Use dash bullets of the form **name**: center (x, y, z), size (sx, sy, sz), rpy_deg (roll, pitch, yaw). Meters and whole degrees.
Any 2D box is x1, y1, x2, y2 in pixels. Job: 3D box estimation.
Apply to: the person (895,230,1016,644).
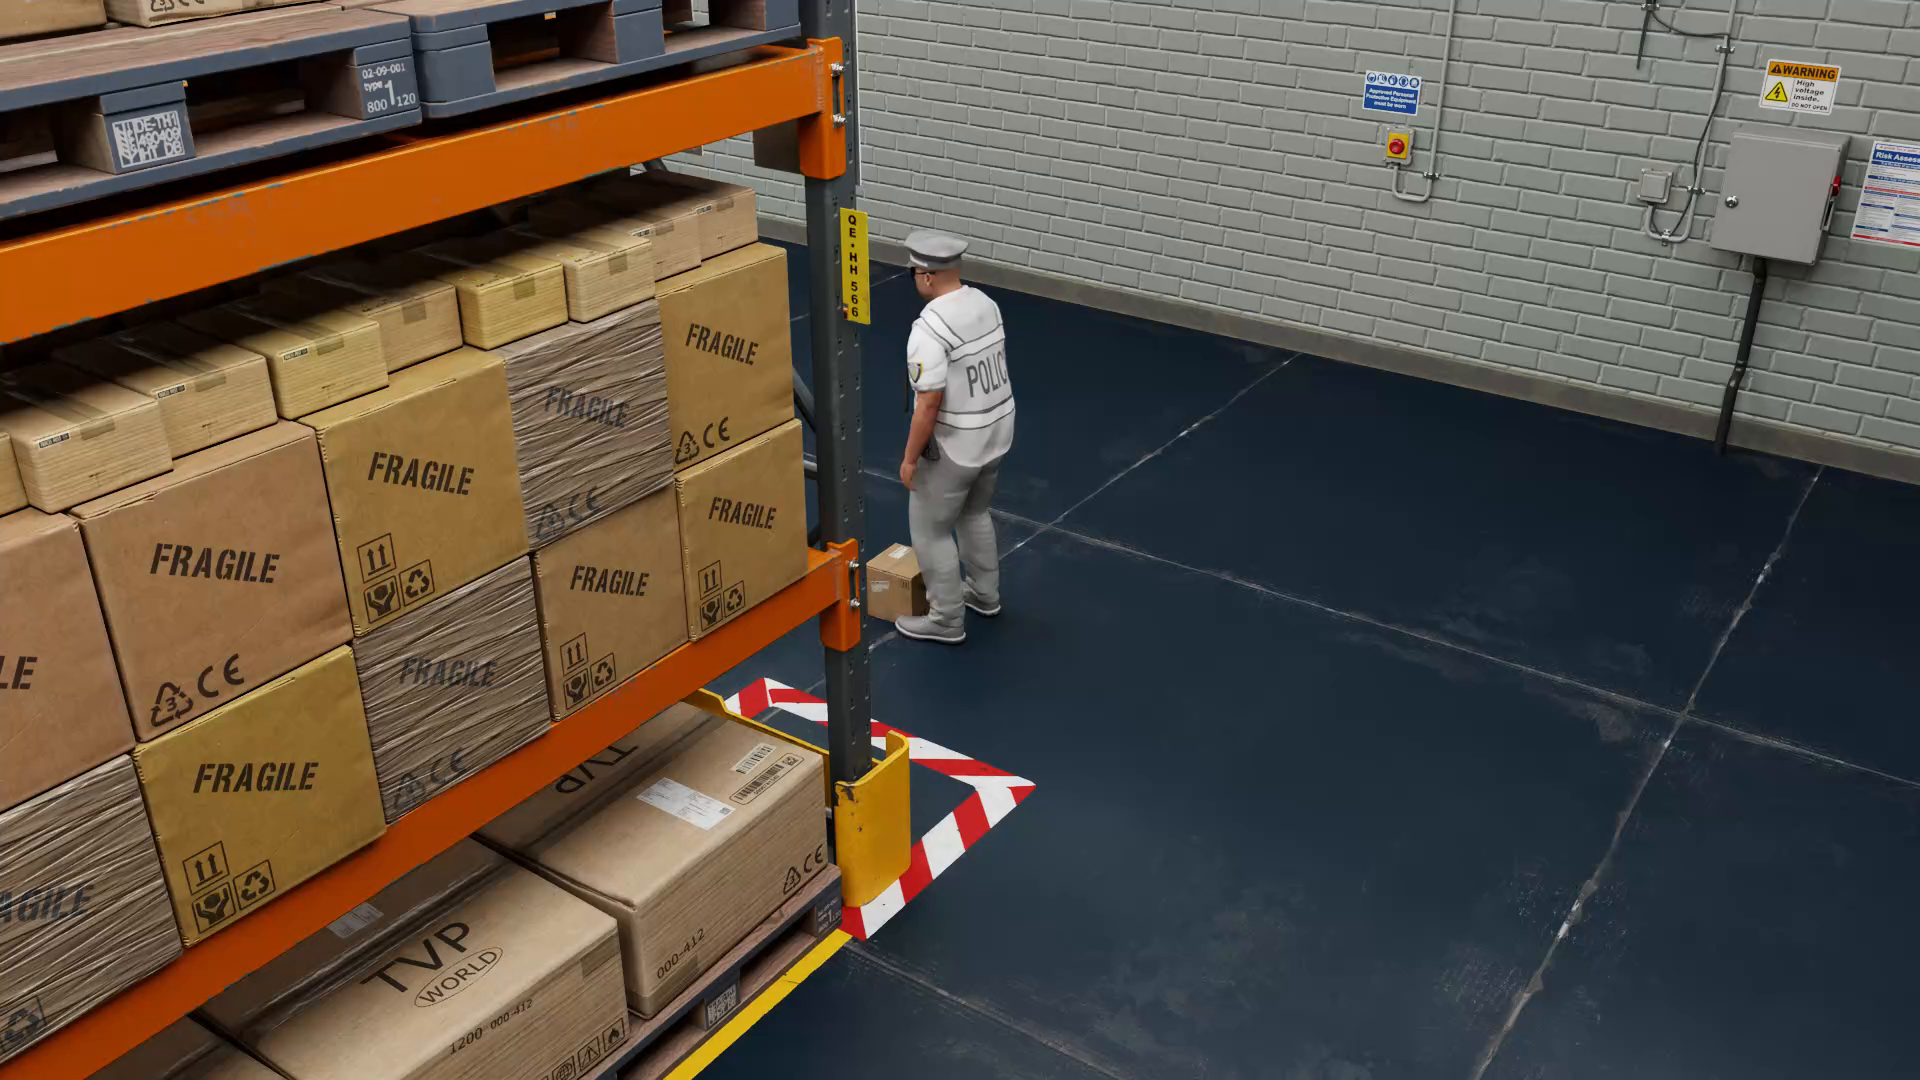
- **person**: center (-0.016, -0.406, 6.912), size (0.436, 1.748, 0.587), rpy_deg (17, 32, 31)
